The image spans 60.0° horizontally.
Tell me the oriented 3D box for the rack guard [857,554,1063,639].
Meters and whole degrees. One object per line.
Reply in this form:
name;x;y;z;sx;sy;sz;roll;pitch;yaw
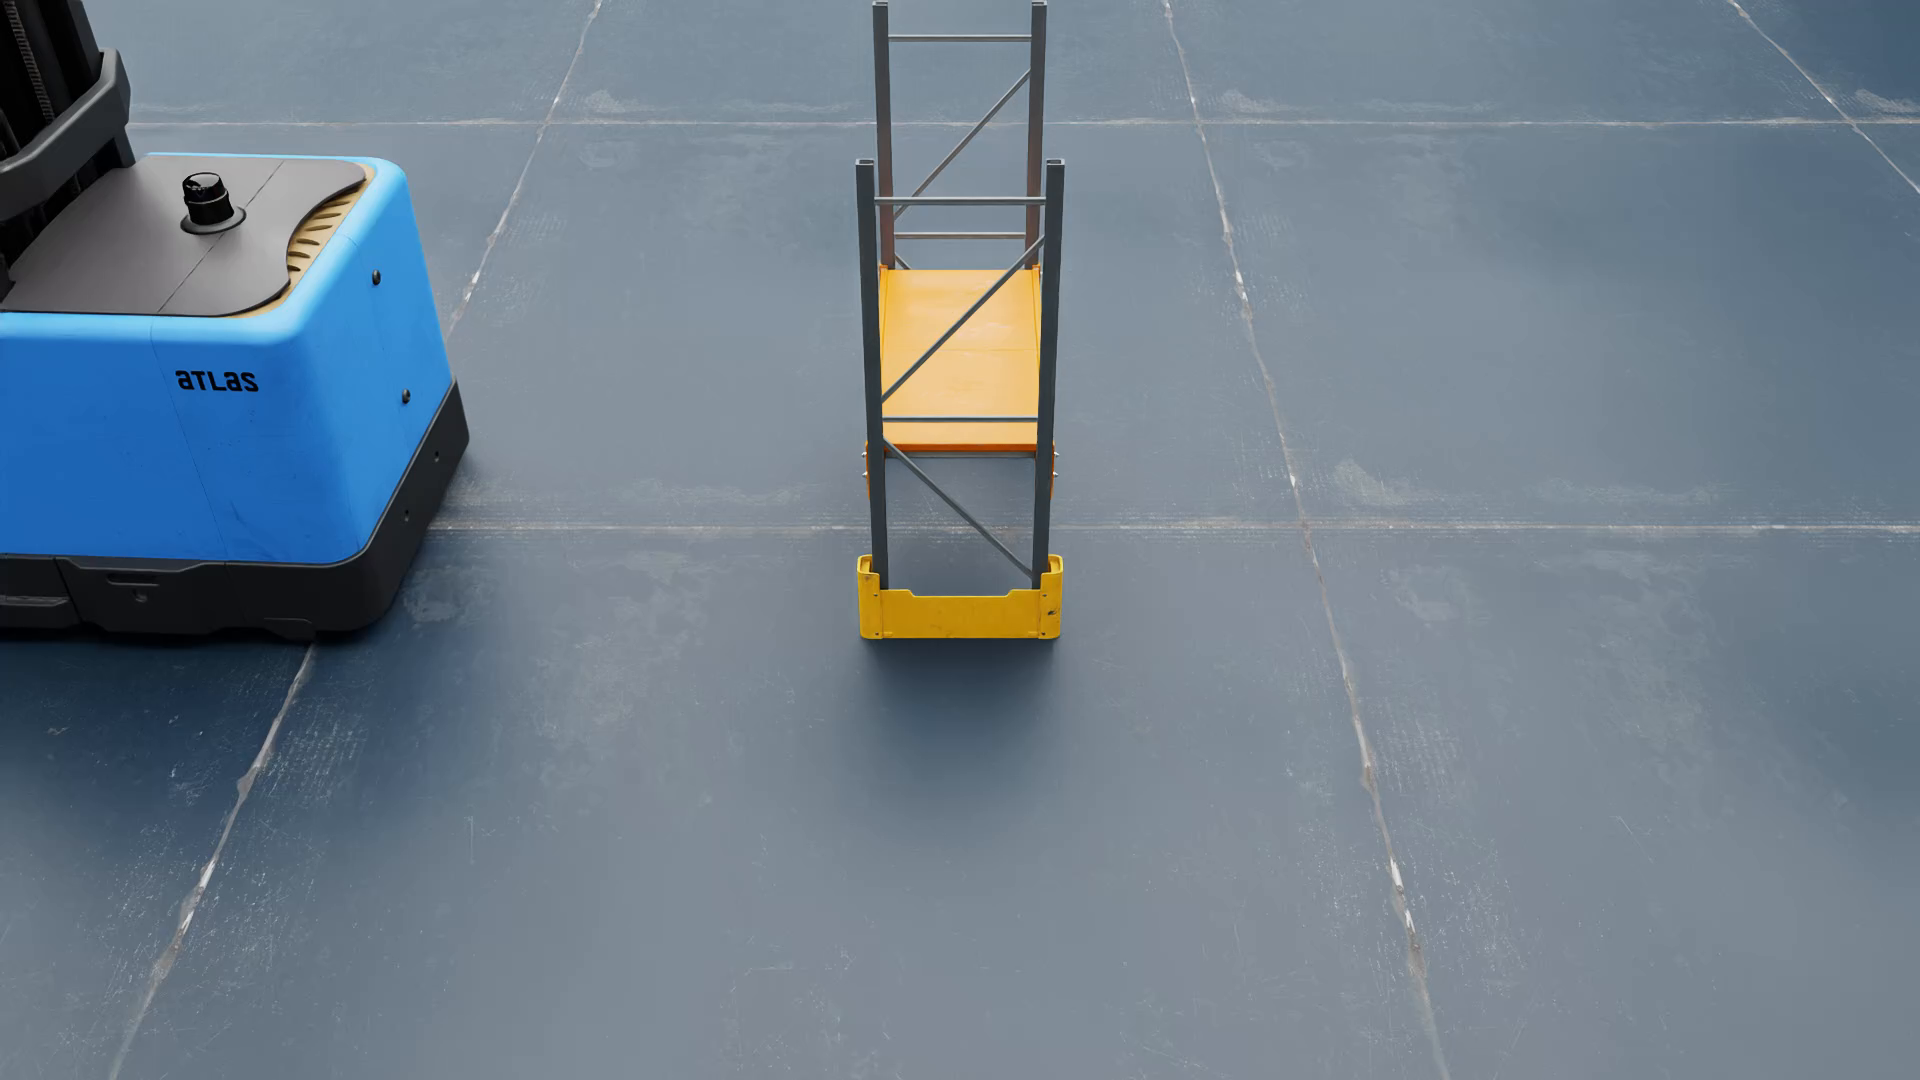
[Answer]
rack guard;0.000;0.166;4.843;0.587;0.250;0.087;0;39;0

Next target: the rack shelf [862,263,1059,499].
rack shelf;0.000;-0.498;4.960;0.538;0.185;1.000;0;39;0

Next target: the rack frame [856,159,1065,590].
rack frame;0.000;-0.321;4.451;0.500;1.500;0.032;0;39;0

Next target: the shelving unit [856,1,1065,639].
shelving unit;0.000;-0.633;4.840;0.587;1.500;1.083;0;39;0

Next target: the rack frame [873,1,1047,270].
rack frame;-0.001;-0.956;5.244;0.500;1.500;0.032;0;39;0

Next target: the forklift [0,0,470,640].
forklift;-3.171;-1.199;4.402;3.031;2.935;1.130;2;39;2
